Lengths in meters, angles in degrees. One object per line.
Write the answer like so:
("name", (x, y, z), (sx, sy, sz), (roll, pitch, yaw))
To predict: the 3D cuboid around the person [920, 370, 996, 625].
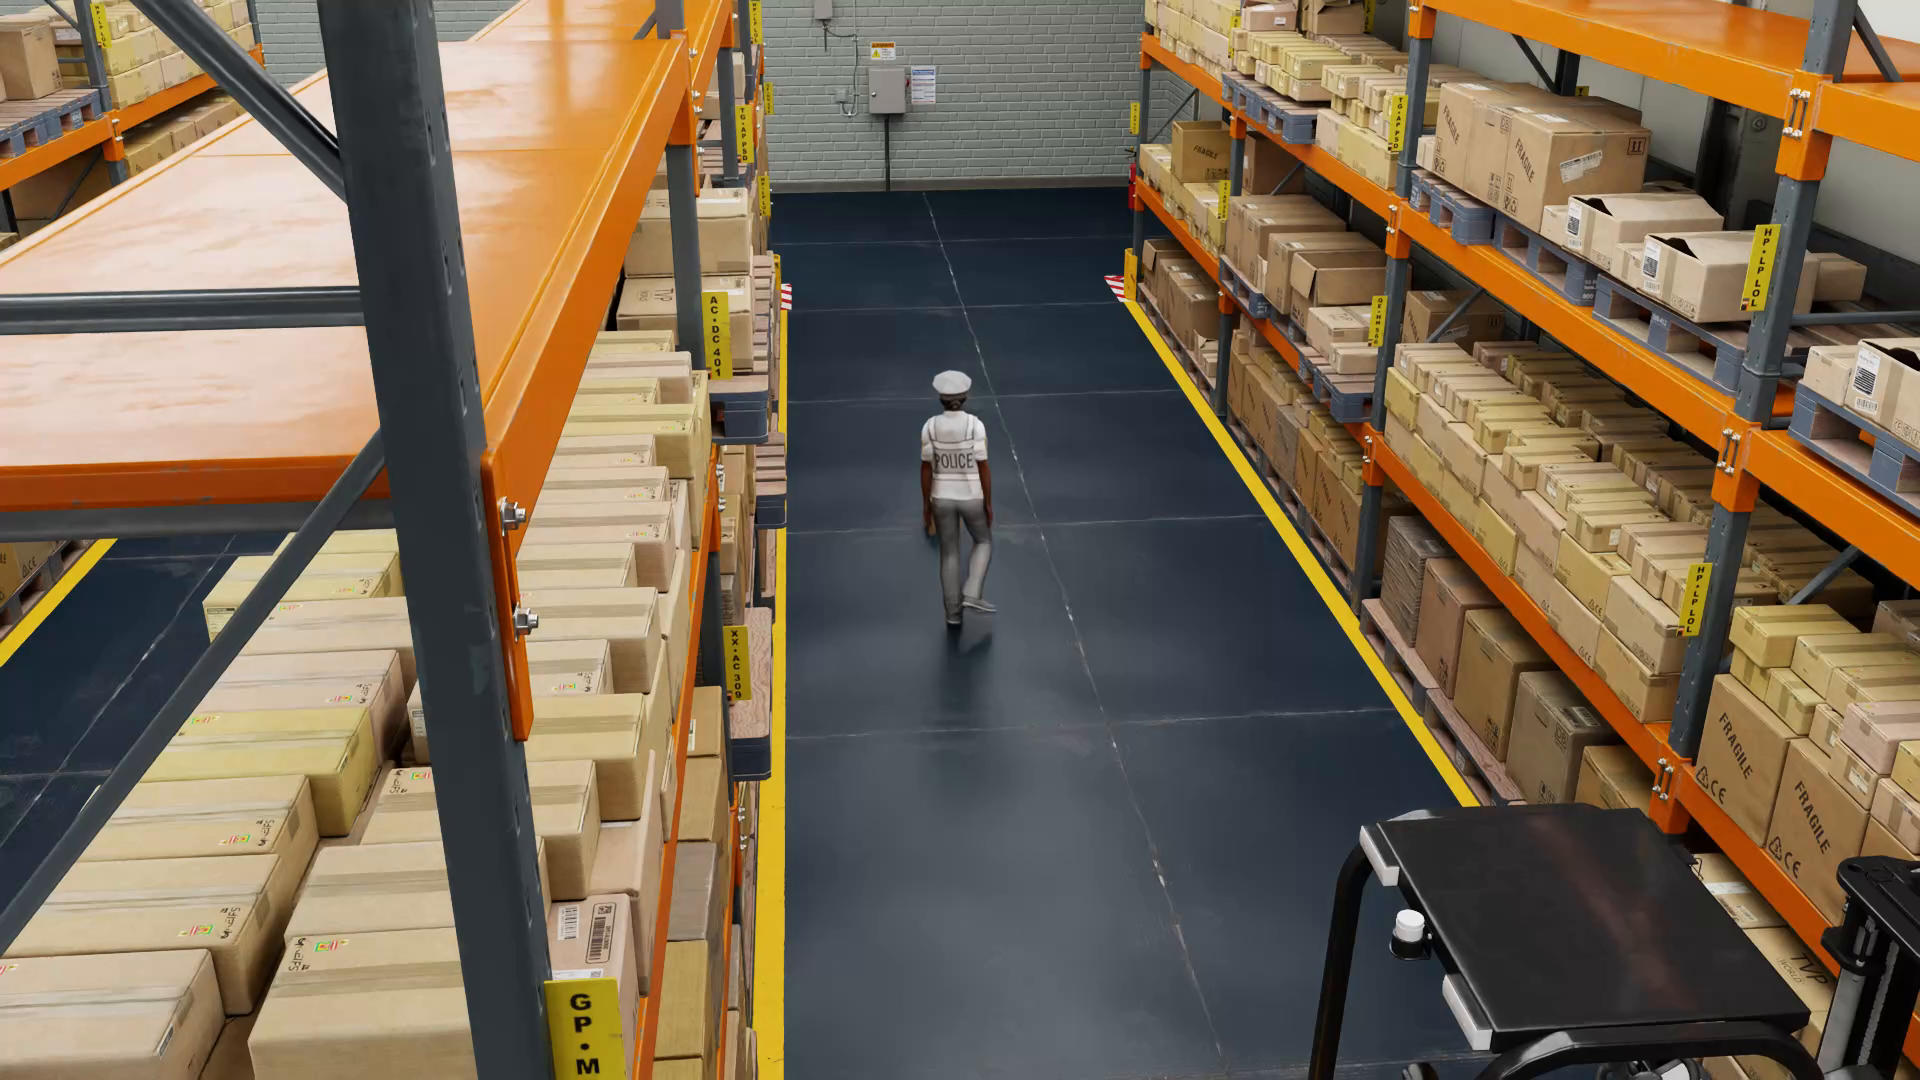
("person", (-0.007, -0.238, 10.813), (0.516, 1.664, 0.493), (3, 24, 6))
